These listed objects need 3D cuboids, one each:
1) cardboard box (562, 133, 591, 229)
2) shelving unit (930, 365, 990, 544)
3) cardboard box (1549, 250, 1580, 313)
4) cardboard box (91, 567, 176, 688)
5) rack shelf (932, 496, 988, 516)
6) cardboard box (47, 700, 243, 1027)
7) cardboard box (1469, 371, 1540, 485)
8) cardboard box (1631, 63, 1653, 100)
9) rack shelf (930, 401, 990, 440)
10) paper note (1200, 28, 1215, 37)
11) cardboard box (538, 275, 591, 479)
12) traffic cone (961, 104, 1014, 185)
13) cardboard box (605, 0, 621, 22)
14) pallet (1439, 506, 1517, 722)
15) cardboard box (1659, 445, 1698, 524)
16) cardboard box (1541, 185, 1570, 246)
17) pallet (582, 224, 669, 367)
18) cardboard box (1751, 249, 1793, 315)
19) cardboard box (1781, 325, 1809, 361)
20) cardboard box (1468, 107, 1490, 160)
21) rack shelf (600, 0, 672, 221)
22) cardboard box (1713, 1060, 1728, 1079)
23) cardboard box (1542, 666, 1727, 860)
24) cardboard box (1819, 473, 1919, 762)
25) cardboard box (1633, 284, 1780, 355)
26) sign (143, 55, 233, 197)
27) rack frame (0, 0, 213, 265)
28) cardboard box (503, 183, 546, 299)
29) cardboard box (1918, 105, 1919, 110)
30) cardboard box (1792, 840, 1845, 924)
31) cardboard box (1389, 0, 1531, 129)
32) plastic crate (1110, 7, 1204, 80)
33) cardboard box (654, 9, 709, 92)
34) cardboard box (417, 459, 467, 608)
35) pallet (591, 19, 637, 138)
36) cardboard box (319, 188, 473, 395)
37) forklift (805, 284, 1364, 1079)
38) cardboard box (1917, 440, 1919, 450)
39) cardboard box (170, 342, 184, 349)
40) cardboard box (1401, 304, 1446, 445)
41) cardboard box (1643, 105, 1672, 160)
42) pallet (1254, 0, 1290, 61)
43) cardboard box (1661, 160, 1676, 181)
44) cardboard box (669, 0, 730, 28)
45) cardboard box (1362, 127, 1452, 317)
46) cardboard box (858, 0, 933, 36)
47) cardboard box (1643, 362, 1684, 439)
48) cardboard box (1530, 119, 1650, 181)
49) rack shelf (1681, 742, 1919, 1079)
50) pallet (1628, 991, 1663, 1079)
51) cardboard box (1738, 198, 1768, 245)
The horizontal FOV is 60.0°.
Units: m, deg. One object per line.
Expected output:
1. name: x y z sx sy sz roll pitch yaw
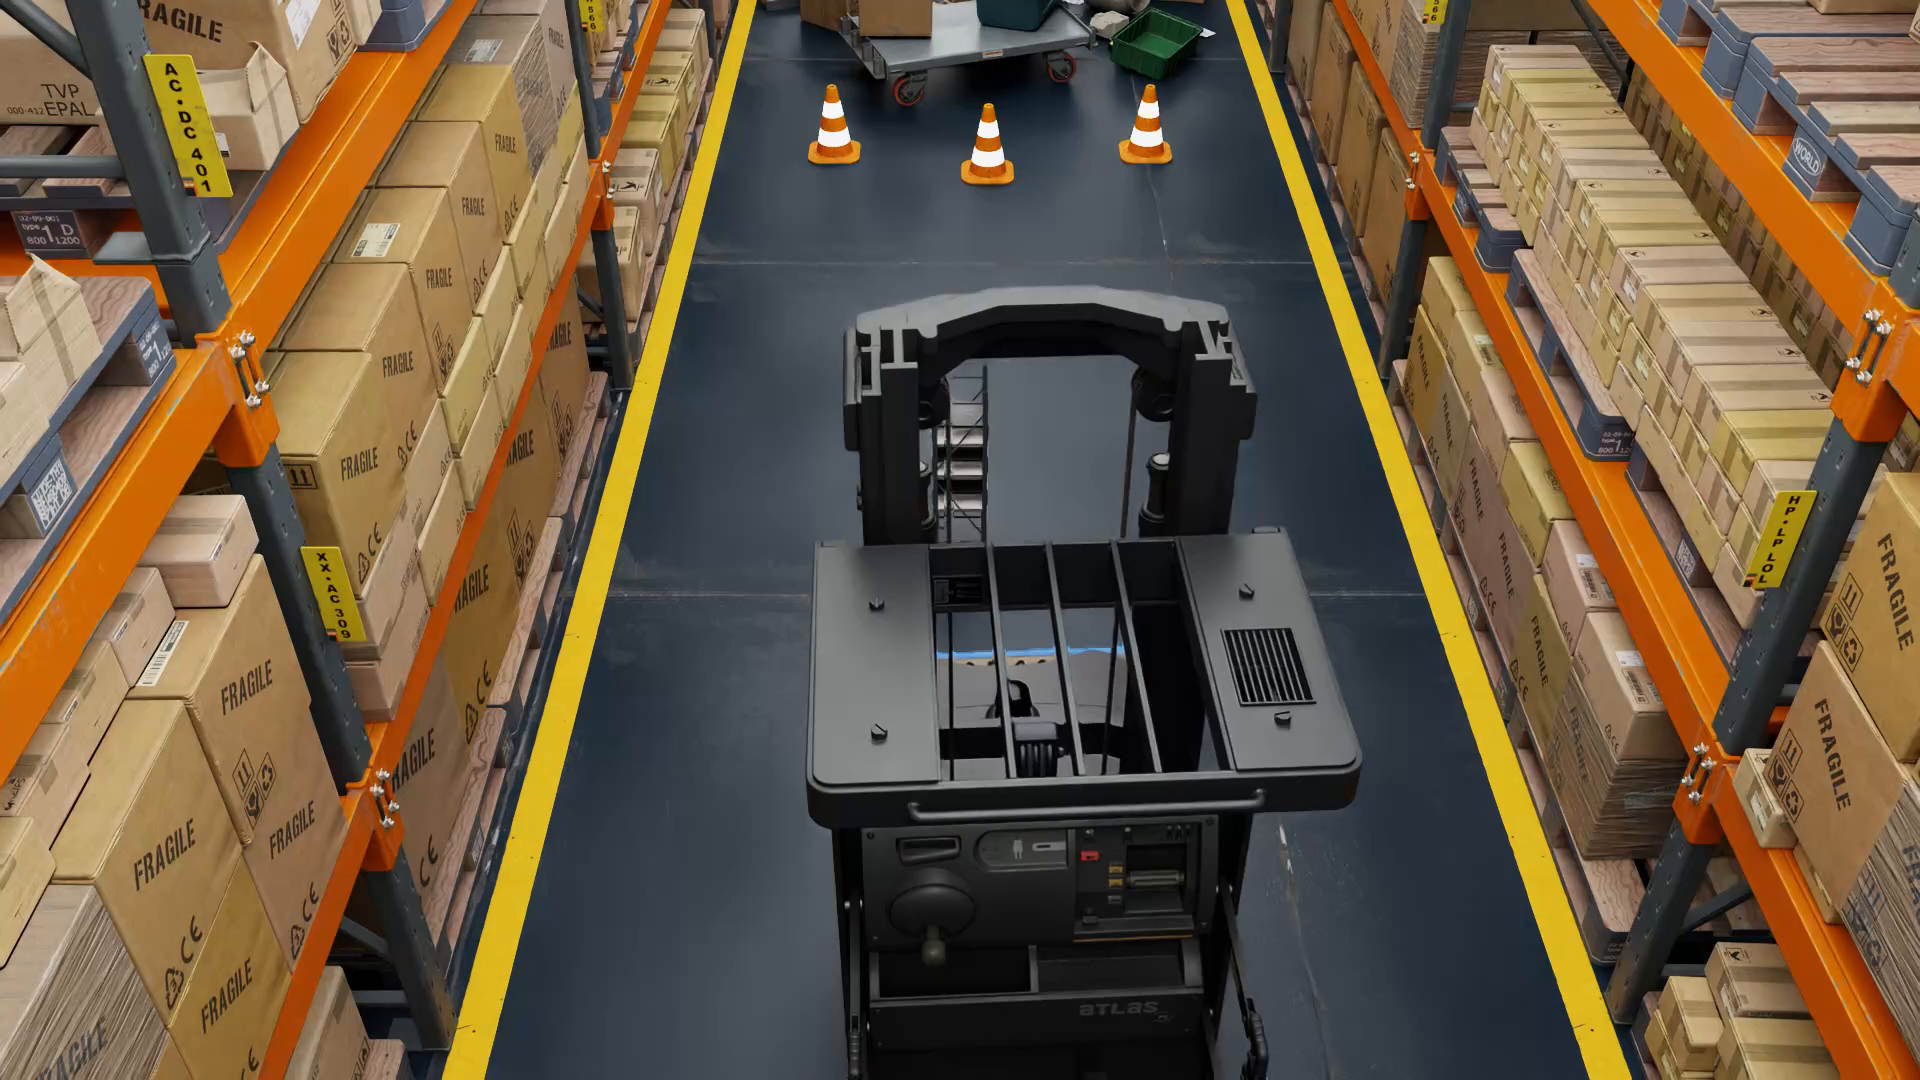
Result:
1. cardboard box: -1.960 -1.611 7.481 0.500 0.250 0.500 -1 39 -2
2. shelving unit: 0.000 -0.346 7.462 0.258 0.900 0.210 0 39 0
3. cardboard box: 2.531 -1.009 6.475 0.380 0.149 0.250 0 39 1
4. cardboard box: -2.006 0.191 3.714 0.380 0.149 0.250 1 39 1
5. rack shelf: 0.000 -0.180 7.596 0.258 0.077 0.200 0 39 0
6. cardboard box: -1.947 0.699 3.599 0.500 0.500 0.500 -1 39 -1
7. cardboard box: 2.476 -0.475 7.007 0.500 0.250 0.500 0 39 0
8. cardboard box: 3.188 -2.044 7.291 0.380 0.149 0.250 -1 39 -2
9. rack shelf: 0.000 -0.531 7.314 0.258 0.077 0.200 0 39 0
10. paper note: 1.818 -3.815 12.485 0.147 0.020 0.142 -28 46 -30
11. cardboard box: -2.303 -0.888 7.823 0.875 0.875 0.875 0 39 0
12. traffic cone: 0.176 -2.542 10.551 0.336 0.463 0.334 0 39 0
13. cardboard box: -1.997 -2.912 8.331 0.500 0.500 0.500 2 39 2
14. pallet: 2.727 0.286 7.224 1.003 0.211 1.213 0 39 0
15. cardboard box: 2.536 -0.183 5.445 0.380 0.149 0.250 0 39 0
16. cardboard box: 2.535 -1.281 6.577 0.380 0.149 0.250 0 39 0
17. pallet: -2.220 -1.386 9.310 1.003 0.211 1.213 0 39 0
18. cardboard box: 3.189 -0.957 6.173 0.380 0.149 0.250 -1 39 -1
19. cardboard box: 3.187 -0.680 6.064 0.380 0.149 0.250 -1 39 -1
20. cardboard box: 2.528 -1.838 7.510 0.380 0.149 0.250 -1 39 -1
21. rack shelf: -2.223 -2.955 9.614 1.077 0.370 4.000 0 39 0
22. cardboard box: 2.504 1.667 4.977 0.380 0.149 0.250 0 39 0
23. cardboard box: 2.481 0.798 6.018 0.500 0.500 0.500 -1 39 -1
24. cardboard box: 2.491 0.187 4.001 0.500 0.500 0.500 1 39 1
25. cardboard box: 2.541 -0.747 5.673 0.380 0.149 0.250 -1 39 -2
26. sign: -1.661 -0.888 3.584 0.100 0.325 0.005 0 39 0
27. rack frame: -2.216 -1.825 2.831 1.000 3.000 0.127 0 39 0
28. cardboard box: -1.941 -1.178 6.542 0.500 0.250 0.500 -1 39 -1
29. cardboard box: 2.843 -1.161 3.986 0.700 0.500 0.500 0 39 0
30. cardboard box: 2.482 0.886 4.446 0.380 0.149 0.250 1 39 1
31. cardboard box: 2.460 -2.372 8.232 0.500 0.500 0.500 0 39 0
32. plastic crate: 1.414 -3.586 12.029 0.450 0.188 0.662 27 45 16
33. cardboard box: -2.222 -3.297 11.231 0.950 0.372 0.625 0 39 1
34. cardboard box: -1.955 -0.024 5.501 0.500 0.250 0.500 -1 39 -1
35. pallet: -2.328 -2.356 8.444 1.213 0.211 1.003 0 39 0
36. cardboard box: -1.955 -0.820 5.495 0.500 0.500 0.500 -1 39 -1
37. forklift: 0.224 0.977 4.187 1.130 2.935 3.031 -2 39 -2
38. cardboard box: 3.187 -0.270 5.077 0.380 0.149 0.250 1 39 1
39. cardboard box: -2.476 -0.516 5.115 0.500 0.500 0.500 1 39 1
40. cardboard box: 2.475 -0.798 8.010 0.500 0.500 0.500 -2 39 -2
41. cardboard box: 3.187 -1.758 7.173 0.380 0.149 0.250 1 39 2
42. pallet: 2.802 -3.941 12.499 1.003 0.211 1.213 0 39 0
43. cardboard box: 3.189 -1.493 7.080 0.380 0.149 0.250 1 39 1
44. cardboard box: -1.956 -3.947 12.139 0.500 0.250 0.500 -2 39 -2
45. cardboard box: 2.819 -1.719 8.959 1.050 0.750 0.750 -1 39 -1
46. cardboard box: -0.445 -3.827 11.520 0.500 0.500 0.500 0 39 0
47. cardboard box: 2.532 -0.472 5.568 0.380 0.149 0.250 -1 39 -2
48. cardboard box: 2.535 -1.574 6.704 0.380 0.149 0.250 -2 39 -2
49. rack shelf: 2.736 1.981 3.455 1.077 0.370 4.000 0 39 0
50. pallet: 2.770 1.958 5.138 1.003 0.211 1.213 0 39 0
51. cardboard box: 3.188 -1.235 6.282 0.380 0.149 0.250 2 39 2
